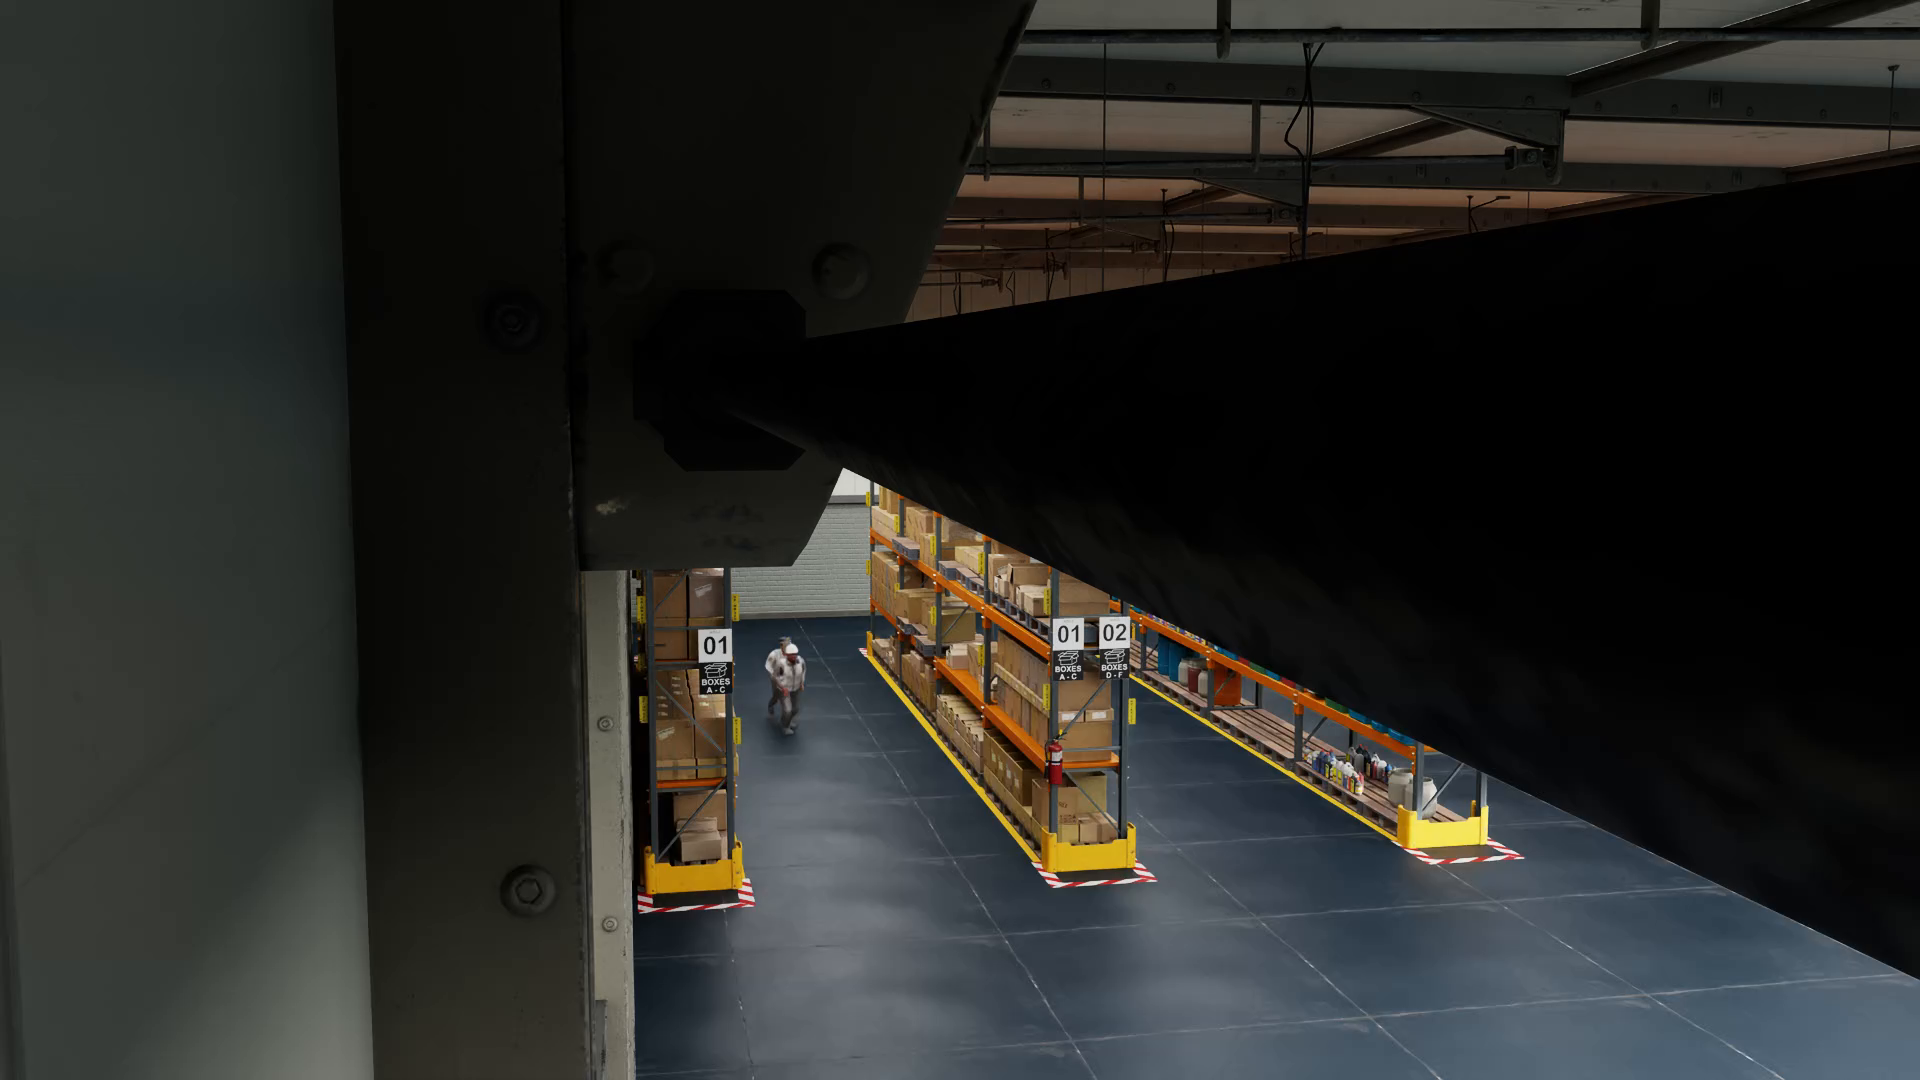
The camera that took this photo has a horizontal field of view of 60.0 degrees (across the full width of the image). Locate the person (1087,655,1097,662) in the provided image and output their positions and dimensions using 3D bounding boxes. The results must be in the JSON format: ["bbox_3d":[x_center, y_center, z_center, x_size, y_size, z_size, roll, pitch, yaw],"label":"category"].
[{"bbox_3d":[2.081,2.460,28.230,0.652,1.778,0.955,-1,6,-12],"label":"person"}]

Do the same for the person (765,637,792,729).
[{"bbox_3d":[-3.204,2.474,29.486,0.642,1.639,0.968,-3,7,-29],"label":"person"}]

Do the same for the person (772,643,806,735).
[{"bbox_3d":[-2.949,2.539,28.584,0.666,1.631,0.908,-5,8,-38],"label":"person"}]
